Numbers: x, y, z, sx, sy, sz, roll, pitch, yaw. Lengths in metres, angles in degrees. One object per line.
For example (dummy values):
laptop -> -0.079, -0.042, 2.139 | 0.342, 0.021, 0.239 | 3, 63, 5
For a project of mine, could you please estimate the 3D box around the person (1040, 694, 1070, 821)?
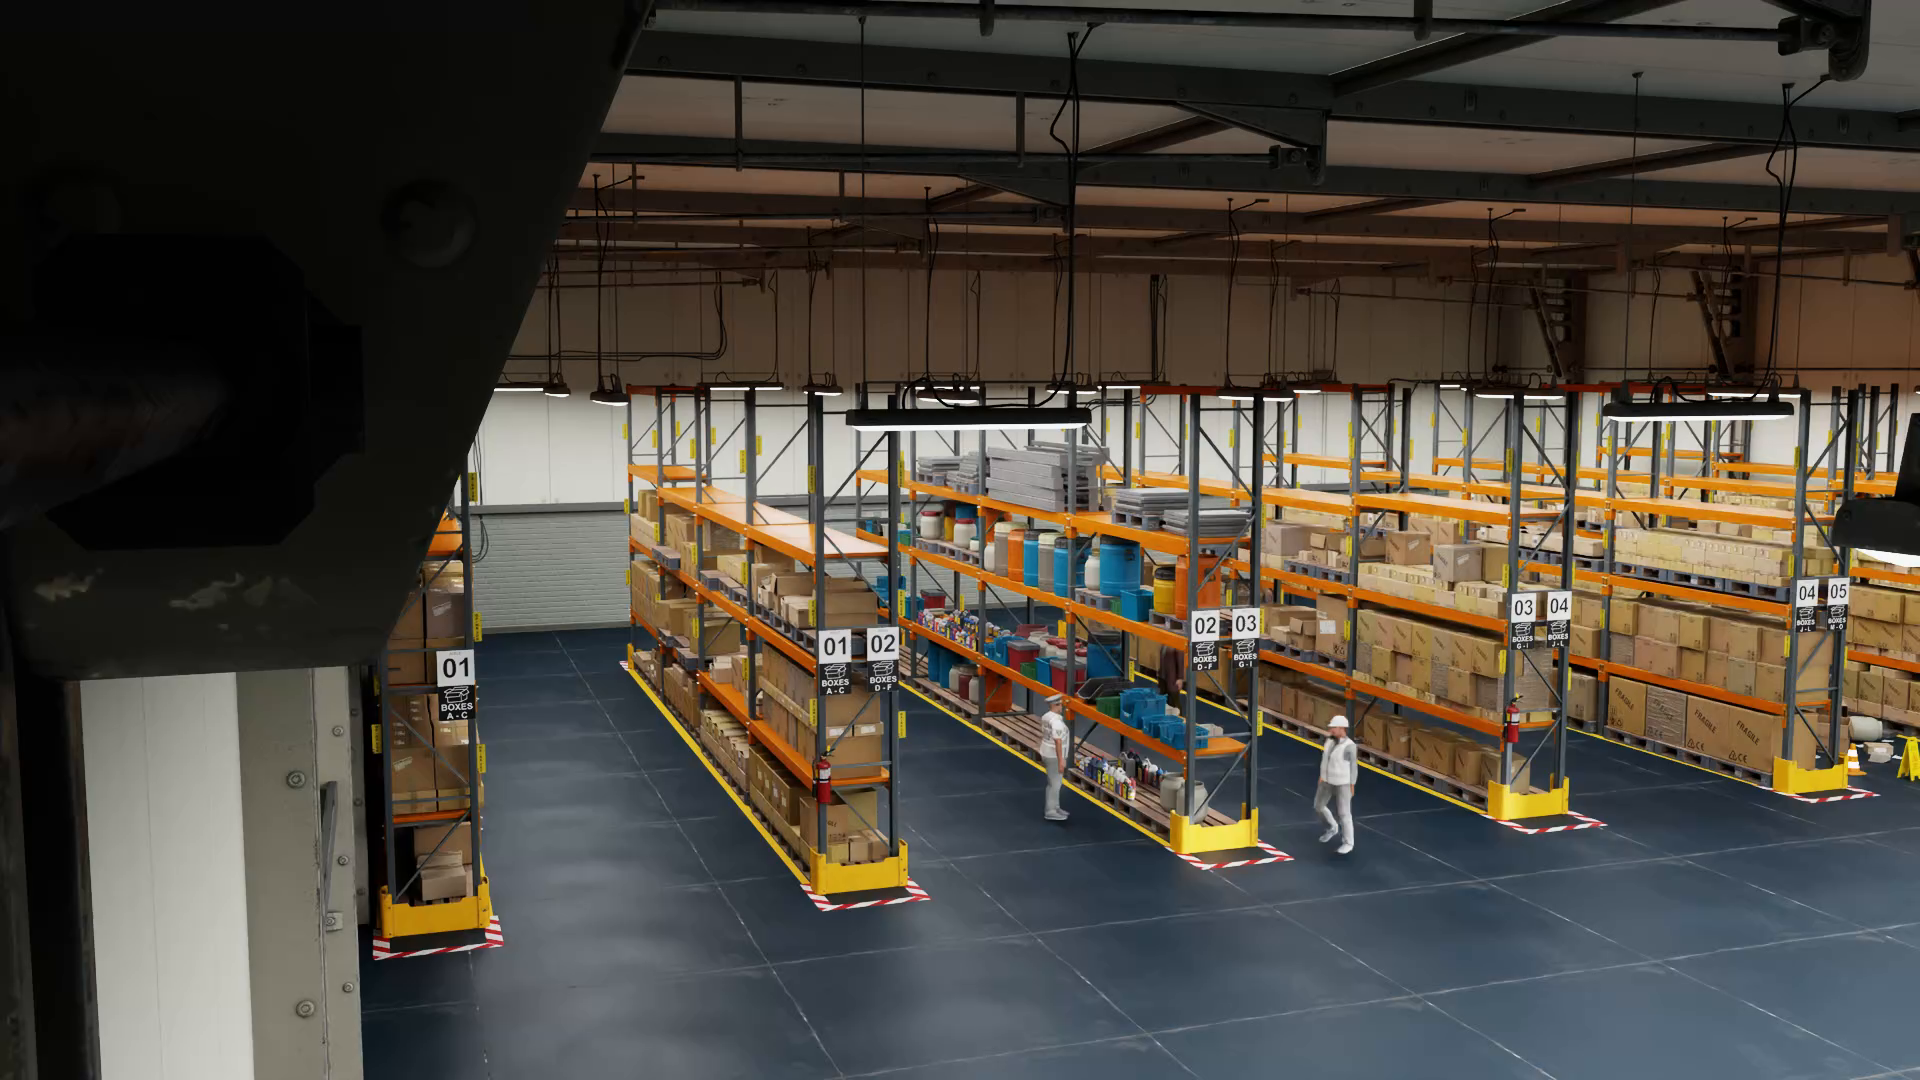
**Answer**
person -> 1.379, 3.063, 23.369 | 0.487, 1.803, 0.590 | -1, 6, -13

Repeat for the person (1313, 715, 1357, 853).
person -> 4.952, 3.174, 21.871 | 0.424, 1.775, 0.593 | -4, 7, -36

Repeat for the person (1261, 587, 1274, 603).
person -> 7.666, 1.205, 41.372 | 0.896, 1.680, 0.593 | -2, 6, -23

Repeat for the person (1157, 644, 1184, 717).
person -> 3.719, 2.440, 29.224 | 0.409, 1.824, 0.676 | -3, 7, -30
